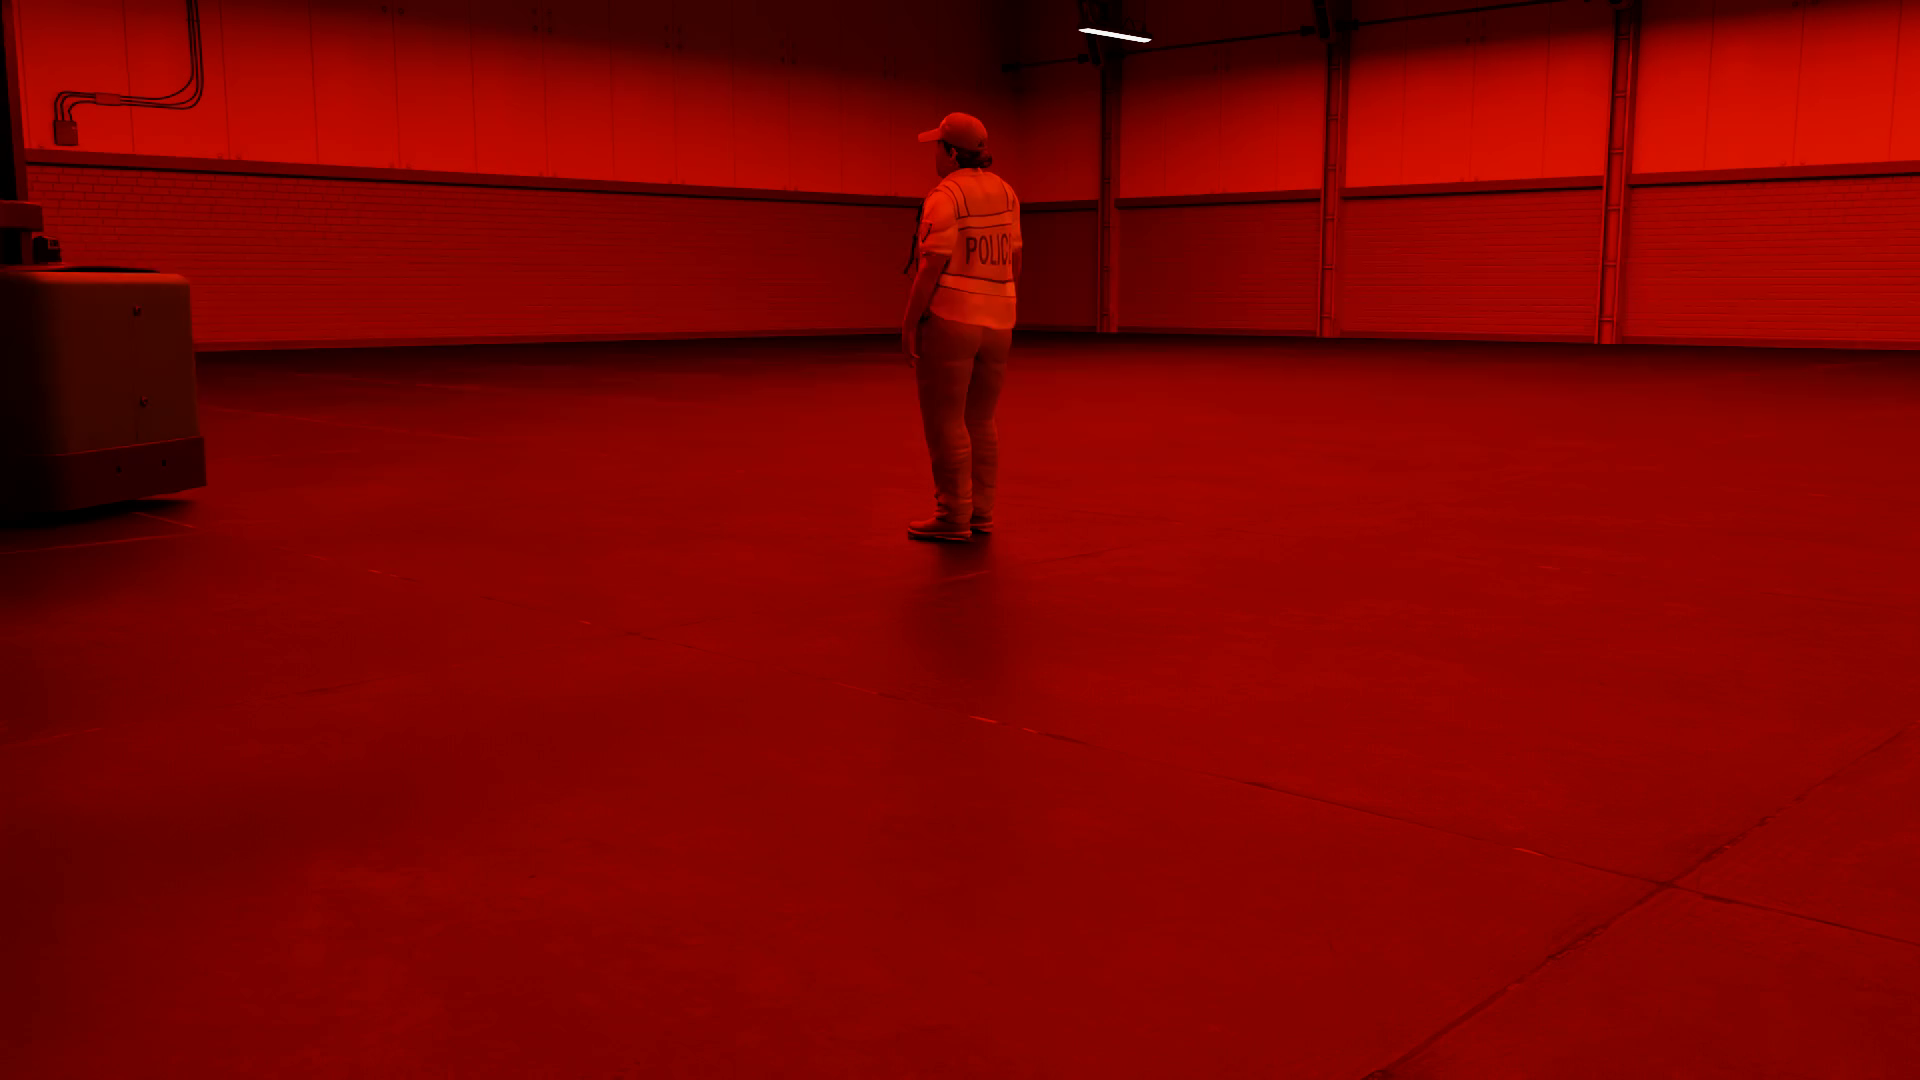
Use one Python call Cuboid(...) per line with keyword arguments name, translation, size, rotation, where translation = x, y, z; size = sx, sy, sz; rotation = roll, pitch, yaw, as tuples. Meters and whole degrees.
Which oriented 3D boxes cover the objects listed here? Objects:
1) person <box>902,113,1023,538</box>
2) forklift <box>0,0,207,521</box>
Cuboid(name="person", translation=(-0.039, -0.841, 6.661), size=(0.529, 1.670, 0.598), rotation=(8, 12, 43))
Cuboid(name="forklift", translation=(-5.172, -1.614, 7.593), size=(3.031, 2.935, 1.130), rotation=(2, 9, 11))
